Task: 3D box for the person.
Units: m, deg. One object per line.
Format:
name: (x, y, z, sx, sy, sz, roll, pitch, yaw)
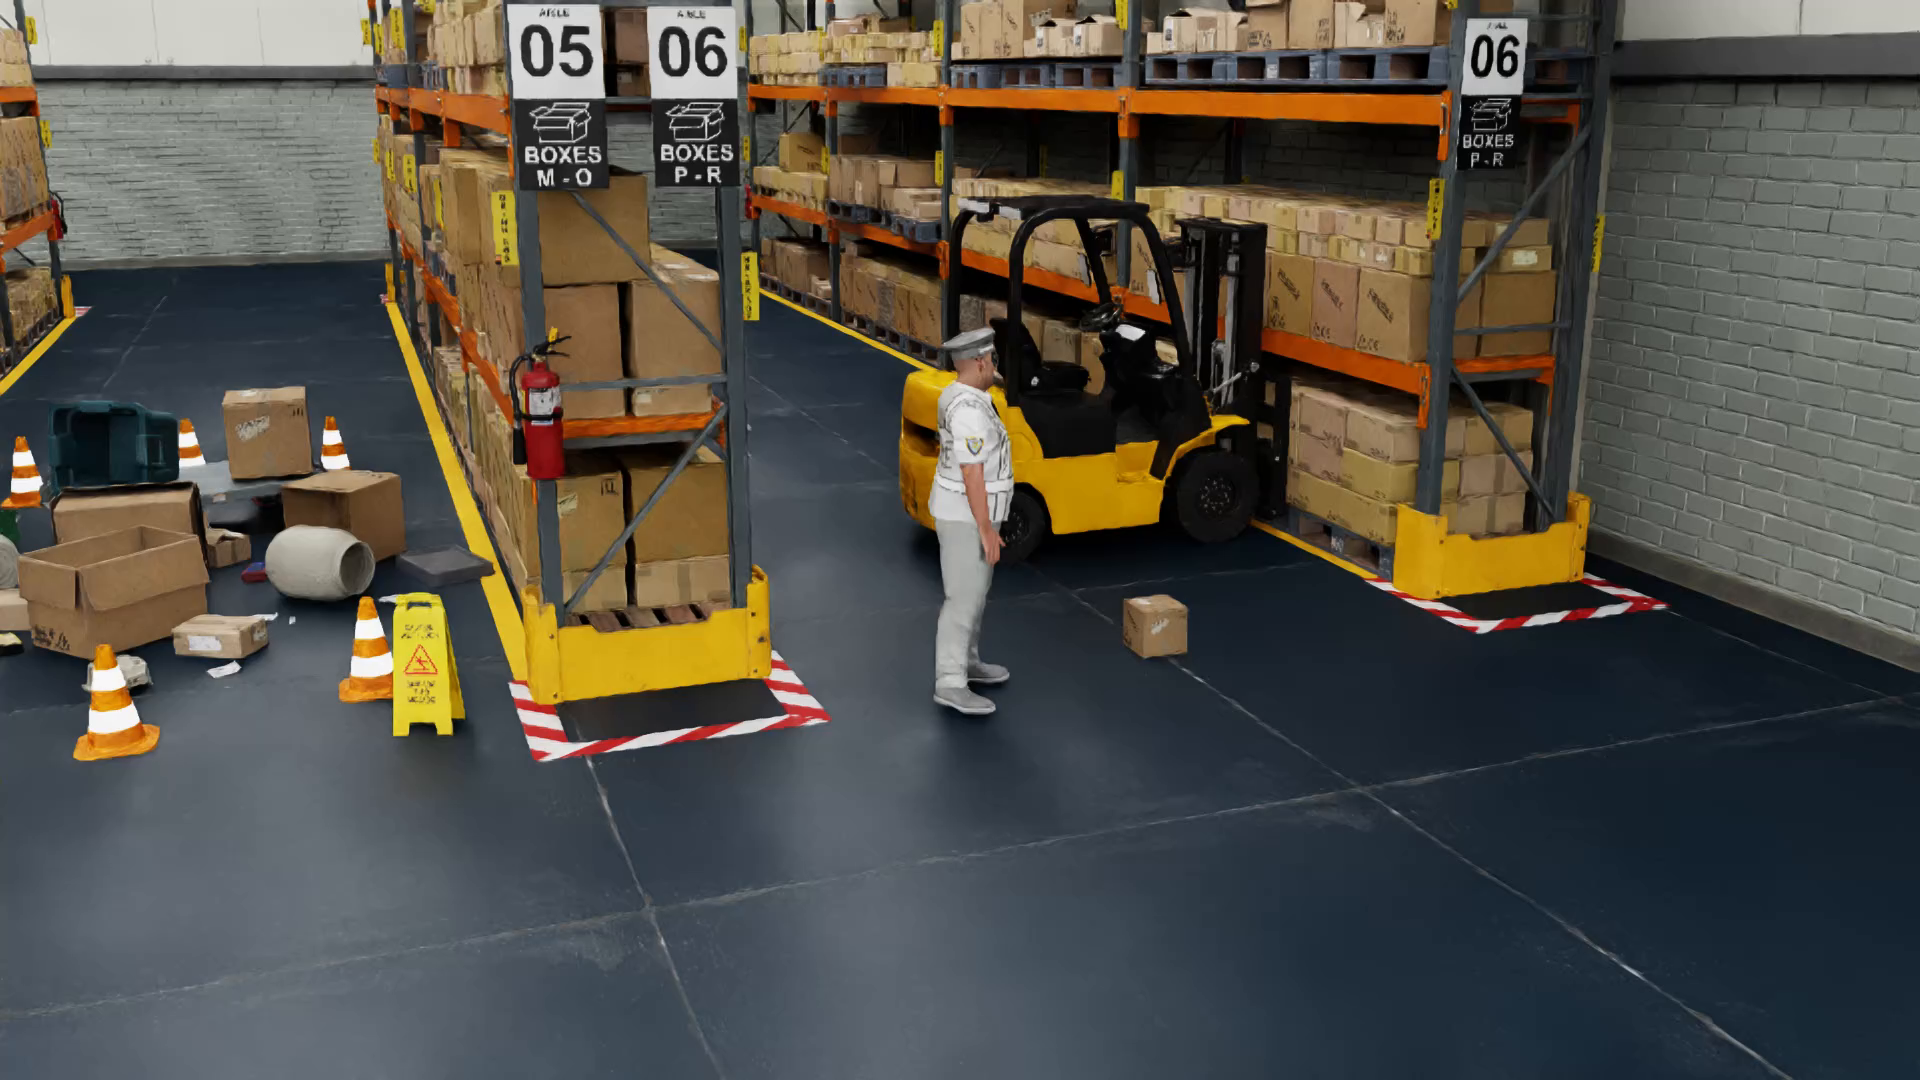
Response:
person: (0.054, -0.107, 7.810, 0.406, 1.772, 0.622, -1, 16, -3)
